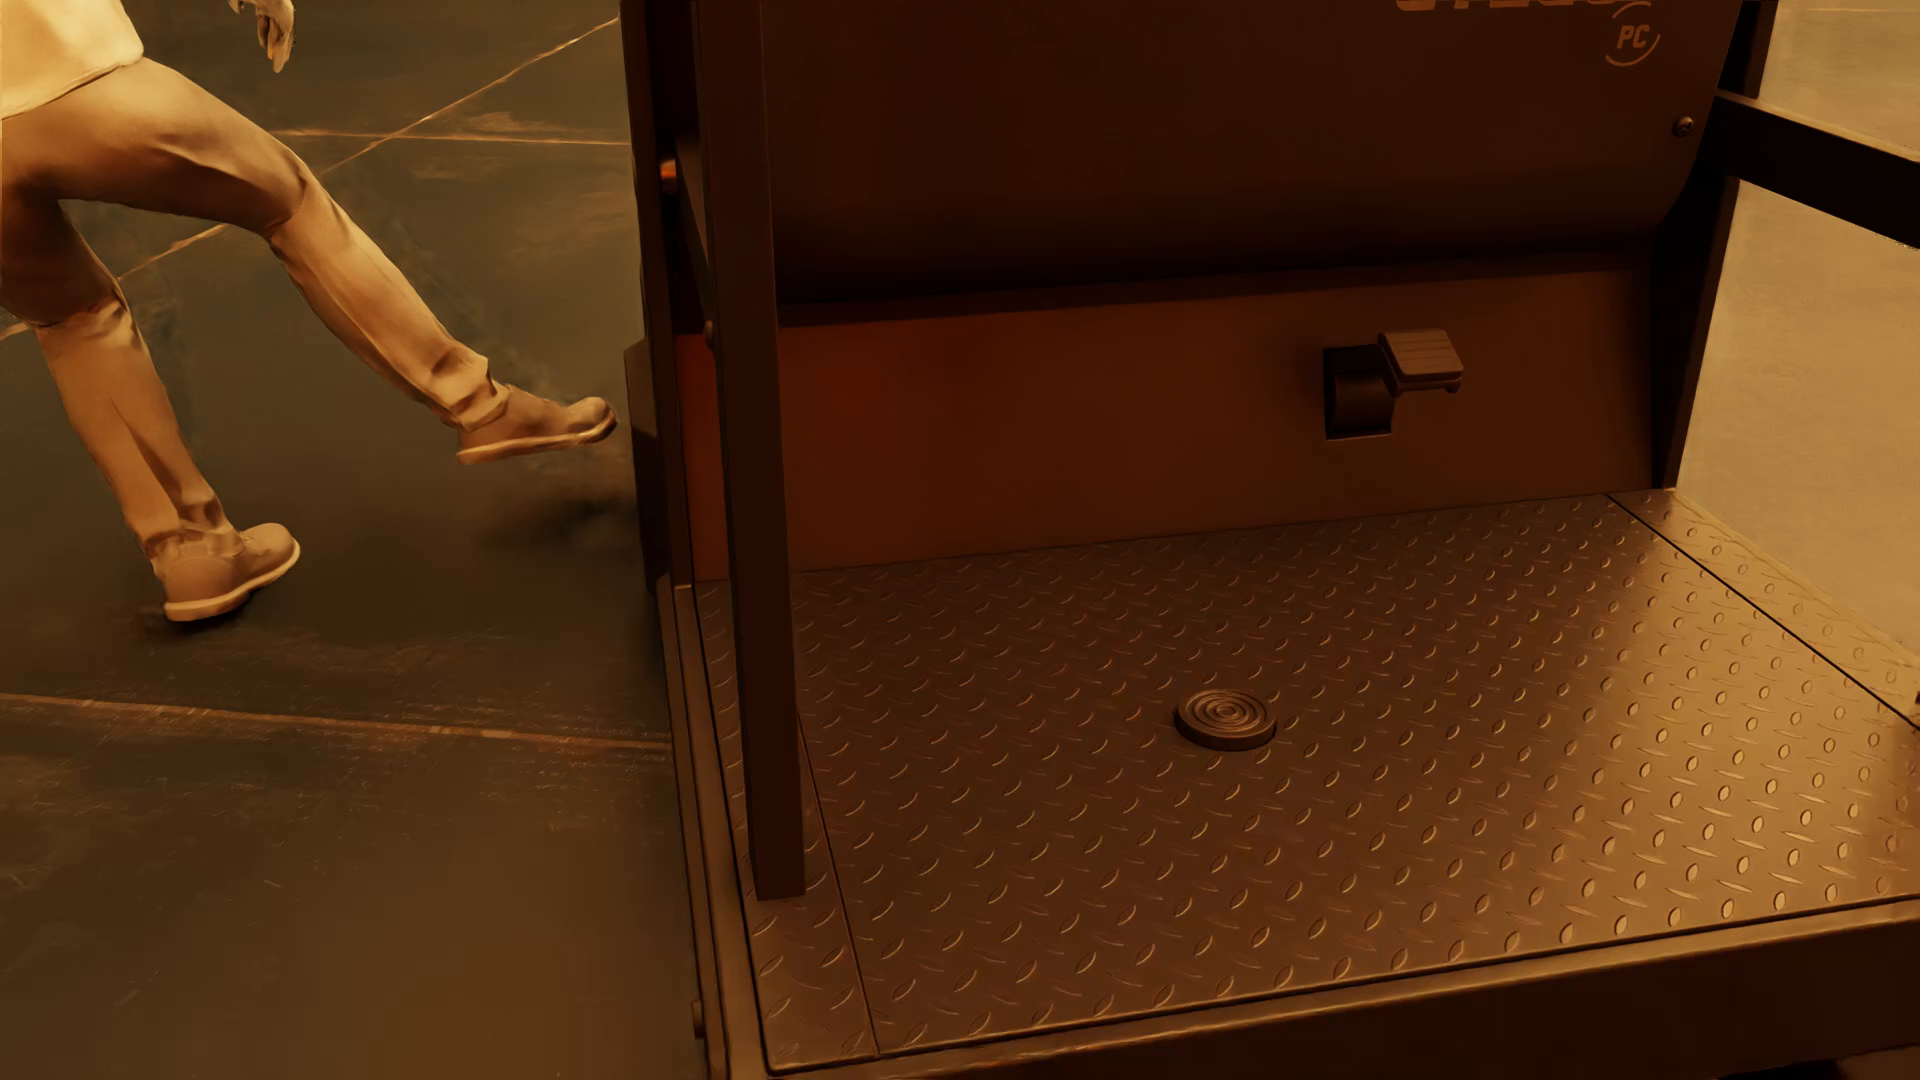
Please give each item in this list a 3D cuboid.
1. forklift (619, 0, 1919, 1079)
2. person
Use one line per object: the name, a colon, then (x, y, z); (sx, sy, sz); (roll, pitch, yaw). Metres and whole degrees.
forklift: (0.294, -0.908, 1.036); (1.130, 2.935, 3.031); (-6, 27, -11)
person: (-1.127, -0.633, 2.209); (1.202, 1.432, 0.848); (-13, 29, -24)
